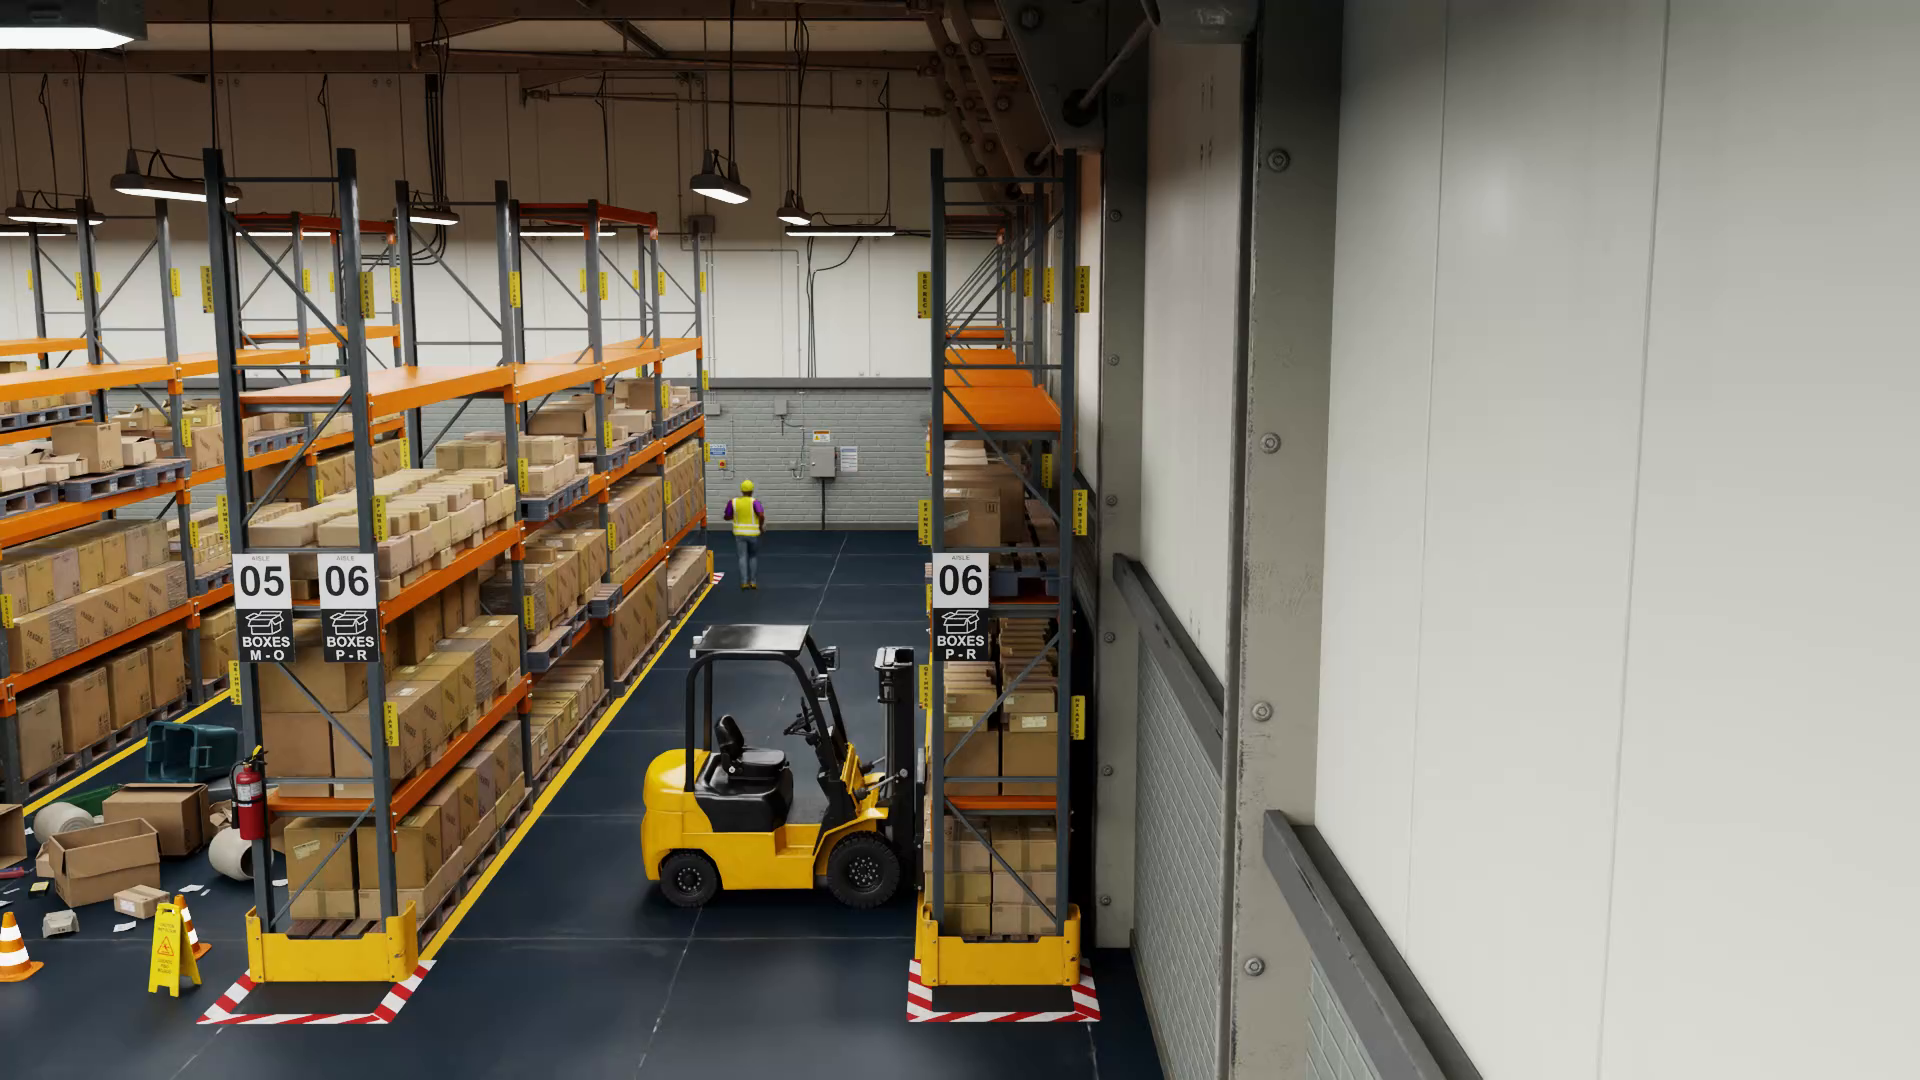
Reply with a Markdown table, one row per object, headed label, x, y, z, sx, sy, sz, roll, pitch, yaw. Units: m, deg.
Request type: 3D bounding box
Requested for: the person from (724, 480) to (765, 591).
| label | x | y | z | sx | sy | sz | roll | pitch | yaw |
| --- | --- | --- | --- | --- | --- | --- | --- | --- | --- |
| person | -3.379 | -0.039 | 26.146 | 0.671 | 1.811 | 0.866 | 0 | 9 | -1 |
